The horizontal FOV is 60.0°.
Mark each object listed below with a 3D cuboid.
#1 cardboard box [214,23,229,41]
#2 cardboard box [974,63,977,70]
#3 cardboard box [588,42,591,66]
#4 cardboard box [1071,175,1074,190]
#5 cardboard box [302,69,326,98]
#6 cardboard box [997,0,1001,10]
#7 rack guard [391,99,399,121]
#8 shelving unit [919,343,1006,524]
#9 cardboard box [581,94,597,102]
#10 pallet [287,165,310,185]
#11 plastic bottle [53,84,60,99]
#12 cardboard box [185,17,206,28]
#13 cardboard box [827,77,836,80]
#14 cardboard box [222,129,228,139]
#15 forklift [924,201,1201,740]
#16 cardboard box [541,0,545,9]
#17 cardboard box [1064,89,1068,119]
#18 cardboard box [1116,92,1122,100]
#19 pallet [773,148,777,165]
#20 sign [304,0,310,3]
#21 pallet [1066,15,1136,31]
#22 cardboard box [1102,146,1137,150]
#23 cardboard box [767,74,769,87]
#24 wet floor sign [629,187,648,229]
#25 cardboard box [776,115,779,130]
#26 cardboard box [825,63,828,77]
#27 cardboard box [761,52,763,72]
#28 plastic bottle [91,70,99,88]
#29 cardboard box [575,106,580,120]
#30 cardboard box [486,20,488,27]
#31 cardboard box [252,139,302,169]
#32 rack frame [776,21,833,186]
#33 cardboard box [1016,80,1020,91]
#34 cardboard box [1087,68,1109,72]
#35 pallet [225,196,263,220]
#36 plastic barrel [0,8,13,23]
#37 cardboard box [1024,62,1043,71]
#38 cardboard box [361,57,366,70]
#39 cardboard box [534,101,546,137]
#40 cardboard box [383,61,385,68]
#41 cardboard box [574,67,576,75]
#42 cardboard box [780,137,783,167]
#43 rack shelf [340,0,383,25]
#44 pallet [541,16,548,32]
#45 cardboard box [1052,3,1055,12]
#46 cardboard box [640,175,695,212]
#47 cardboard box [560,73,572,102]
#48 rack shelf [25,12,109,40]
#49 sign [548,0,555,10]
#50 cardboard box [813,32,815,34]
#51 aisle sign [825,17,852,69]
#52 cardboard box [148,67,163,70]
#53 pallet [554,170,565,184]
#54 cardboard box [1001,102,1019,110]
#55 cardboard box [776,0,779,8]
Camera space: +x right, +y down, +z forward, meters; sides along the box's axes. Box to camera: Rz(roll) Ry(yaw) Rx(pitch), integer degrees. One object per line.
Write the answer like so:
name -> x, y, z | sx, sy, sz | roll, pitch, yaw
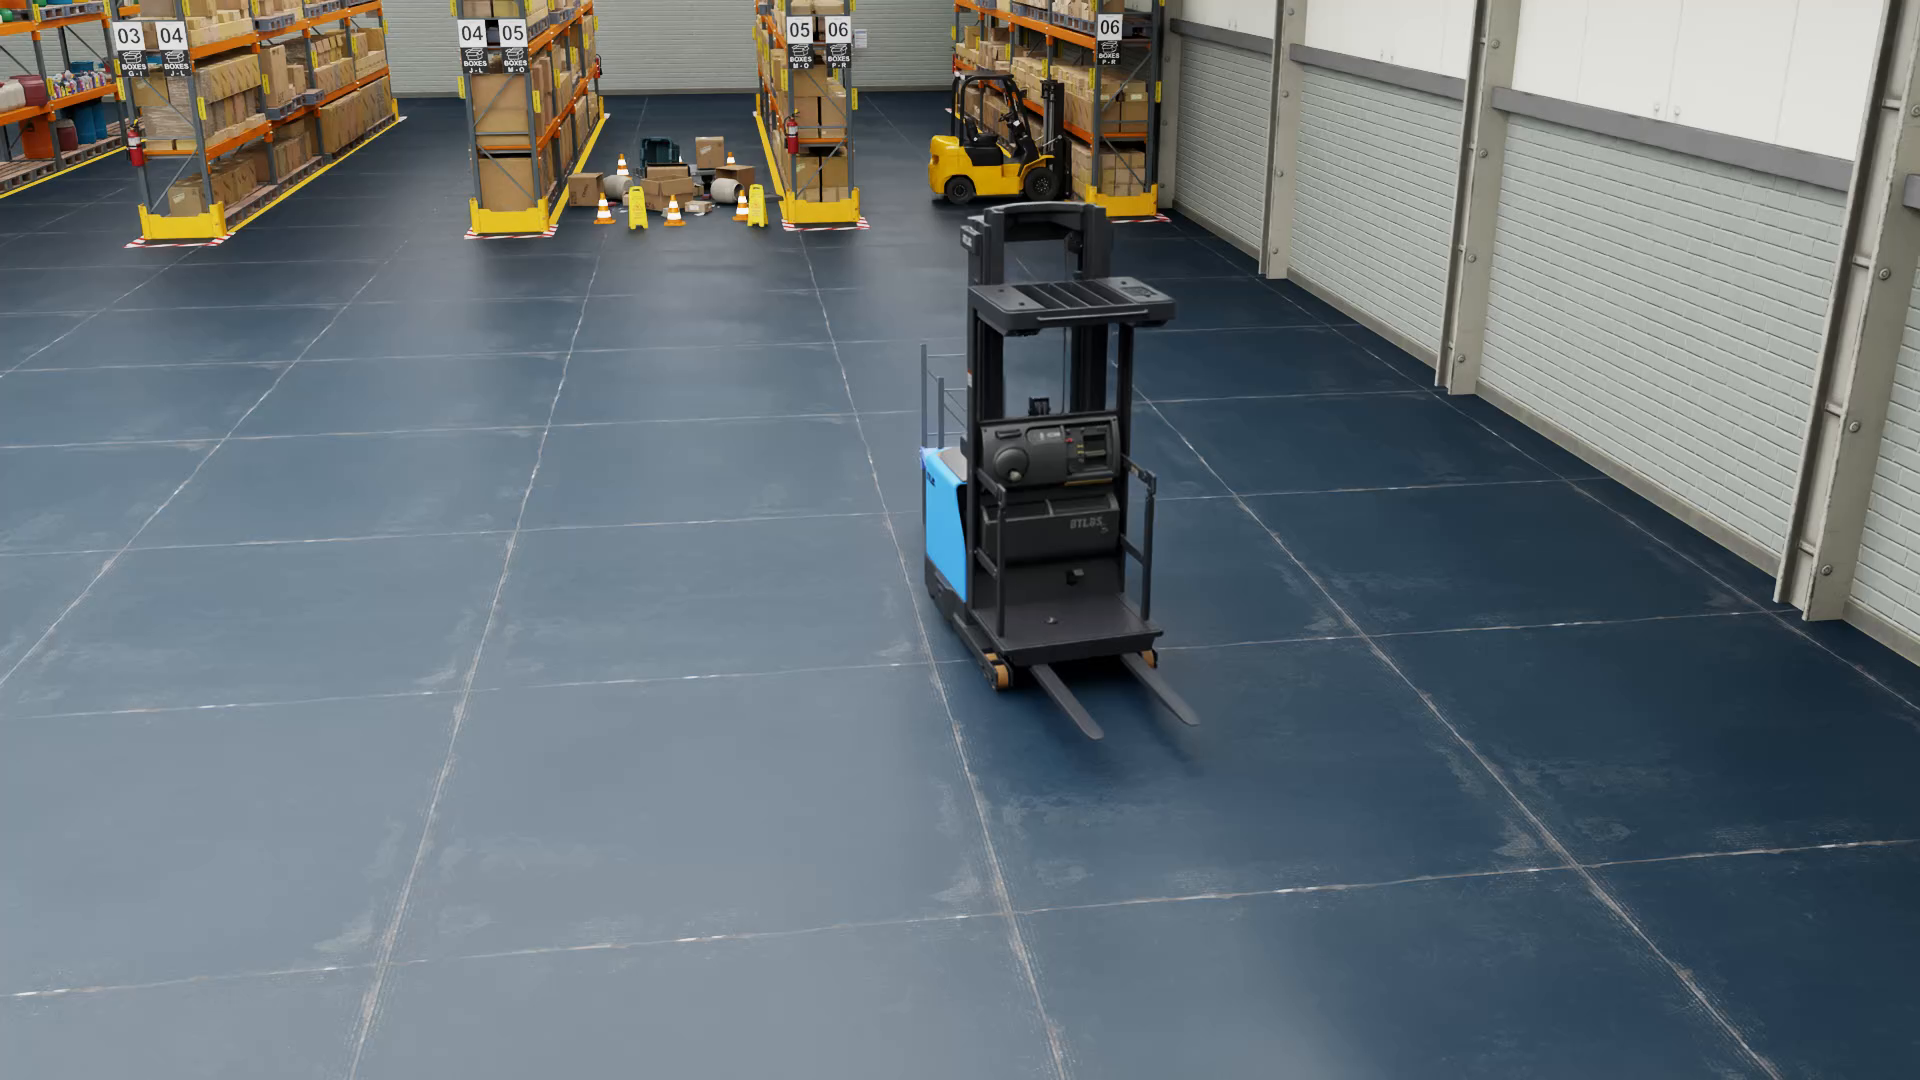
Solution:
cardboard box -> -12.074, -8.150, 26.677 | 0.500, 0.250, 0.500 | -2, 21, -6
cardboard box -> 0.539, -11.169, 39.193 | 0.380, 0.149, 0.250 | -2, 21, -6
cardboard box -> -8.777, -11.193, 38.328 | 0.500, 0.500, 0.500 | -3, 21, -9
cardboard box -> 2.179, -6.258, 29.015 | 0.500, 0.250, 0.500 | -3, 21, -7
cardboard box -> -12.987, -9.104, 33.161 | 0.500, 0.500, 0.500 | -2, 21, -6
cardboard box -> 1.072, -11.474, 35.577 | 0.500, 0.250, 0.500 | -3, 21, -8
rack guard -> -14.342, -10.482, 40.567 | 1.175, 0.500, 0.348 | -3, 21, -8
shelving unit -> 0.012, -0.673, 12.875 | 0.538, 1.500, 1.048 | -3, 21, -8
cardboard box -> -8.947, -10.656, 40.084 | 0.380, 0.149, 0.250 | -3, 21, -9
pallet -> -12.902, -6.877, 31.326 | 1.003, 0.211, 1.213 | -3, 21, -8
plastic bottle -> -17.832, -8.853, 32.798 | 0.061, 0.283, 0.133 | -3, 21, -8
cardboard box -> -11.912, -8.008, 25.726 | 0.380, 0.149, 0.250 | -2, 21, -6
cardboard box -> -2.493, -8.035, 29.873 | 0.500, 0.500, 0.500 | -3, 21, -9
cardboard box -> -12.025, -6.531, 26.773 | 0.380, 0.149, 0.250 | -3, 21, -8
forklift -> 0.652, -0.563, 10.534 | 1.130, 2.935, 3.031 | -6, 21, -16
cardboard box -> -7.289, -9.090, 28.027 | 0.500, 0.250, 0.500 | -3, 21, -8
cardboard box -> 2.080, -7.767, 29.581 | 0.500, 0.500, 0.500 | -3, 21, -8
cardboard box -> 2.794, -7.420, 27.726 | 0.380, 0.149, 0.250 | -3, 21, -8
pallet -> -3.268, -7.798, 33.792 | 1.003, 0.211, 1.213 | -3, 21, -8
sign -> -12.649, -10.549, 32.147 | 0.100, 0.325, 0.005 | -3, 21, -8
pallet -> 2.430, -8.890, 28.570 | 1.003, 0.211, 1.213 | -3, 21, -8
cardboard box -> 2.728, -6.582, 28.453 | 0.500, 0.250, 0.500 | -3, 21, -8
cardboard box -> -3.798, -9.643, 34.961 | 0.500, 0.250, 0.500 | -3, 21, -7
wet floor sign -> -5.146, -5.307, 26.503 | 0.267, 0.644, 0.232 | -7, 21, -17
cardboard box -> -3.397, -8.819, 34.979 | 0.875, 0.875, 0.875 | -3, 21, -8
cardboard box -> -2.587, -8.550, 30.651 | 0.500, 0.500, 0.500 | -2, 21, -6
cardboard box -> -4.355, -11.132, 38.591 | 0.500, 0.500, 0.500 | -3, 21, -9
plastic bottle -> -18.207, -9.685, 34.931 | 0.144, 0.351, 0.185 | -3, 21, -8
cardboard box -> -8.196, -8.894, 34.642 | 0.500, 0.250, 0.500 | -3, 21, -8
cardboard box -> -7.529, -8.037, 25.775 | 0.380, 0.149, 0.250 | -3, 21, -7
cardboard box -> -12.888, -7.292, 31.396 | 0.700, 0.500, 0.500 | -1, 21, -3
rack frame -> -2.803, -7.990, 30.321 | 1.000, 3.000, 0.127 | -3, 21, -8
cardboard box -> 1.422, -9.216, 33.818 | 0.500, 0.250, 0.500 | -3, 21, -9
cardboard box -> 2.500, -8.456, 30.075 | 0.380, 0.149, 0.250 | -3, 21, -8
pallet -> -12.298, -5.530, 27.720 | 1.003, 0.211, 1.213 | -3, 21, -8
plastic barrel -> -18.001, -9.875, 31.302 | 0.294, 0.245, 0.294 | 0, 20, 0
cardboard box -> 1.483, -9.406, 33.042 | 0.380, 0.149, 0.250 | -2, 21, -7
cardboard box -> -13.638, -10.677, 37.306 | 0.500, 0.250, 0.500 | -3, 21, -8
cardboard box -> -7.266, -6.906, 27.206 | 0.875, 0.550, 0.550 | -3, 21, -8
cardboard box -> -13.923, -11.331, 39.625 | 0.380, 0.149, 0.250 | -3, 21, -7
cardboard box -> -8.396, -9.976, 35.397 | 0.380, 0.149, 0.250 | -2, 21, -5
cardboard box -> -2.985, -7.032, 30.014 | 0.500, 0.500, 0.500 | -2, 21, -5
rack shelf -> -14.051, -12.021, 37.854 | 1.077, 0.370, 4.000 | -3, 21, -8
pallet -> -7.579, -8.785, 28.290 | 1.003, 0.211, 1.213 | -3, 21, -8
cardboard box -> 1.873, -9.602, 29.966 | 0.380, 0.149, 0.250 | -2, 21, -7
cardboard box -> -4.985, -5.916, 28.336 | 0.637, 0.503, 0.797 | 17, 27, 39
cardboard box -> -7.862, -8.822, 32.406 | 0.500, 0.500, 0.500 | -3, 21, -8
rack shelf -> -18.375, -10.386, 33.477 | 1.077, 0.370, 4.000 | -3, 21, -8
sign -> -7.138, -9.418, 29.006 | 0.100, 0.325, 0.005 | -3, 21, -8
cardboard box -> -2.327, -8.643, 28.143 | 0.380, 0.149, 0.250 | -3, 21, -8
aisle sign -> -1.910, -7.817, 26.143 | 0.394, 0.787, 0.004 | -3, 21, -8
cardboard box -> -12.434, -7.110, 25.970 | 0.500, 0.500, 0.500 | -3, 21, -8
pallet -> -7.872, -6.662, 30.752 | 1.003, 0.211, 1.213 | -3, 21, -8
cardboard box -> 1.116, -9.481, 36.358 | 0.380, 0.149, 0.250 | -3, 21, -9
cardboard box -> -2.973, -9.253, 28.634 | 0.380, 0.149, 0.250 | -3, 21, -8
